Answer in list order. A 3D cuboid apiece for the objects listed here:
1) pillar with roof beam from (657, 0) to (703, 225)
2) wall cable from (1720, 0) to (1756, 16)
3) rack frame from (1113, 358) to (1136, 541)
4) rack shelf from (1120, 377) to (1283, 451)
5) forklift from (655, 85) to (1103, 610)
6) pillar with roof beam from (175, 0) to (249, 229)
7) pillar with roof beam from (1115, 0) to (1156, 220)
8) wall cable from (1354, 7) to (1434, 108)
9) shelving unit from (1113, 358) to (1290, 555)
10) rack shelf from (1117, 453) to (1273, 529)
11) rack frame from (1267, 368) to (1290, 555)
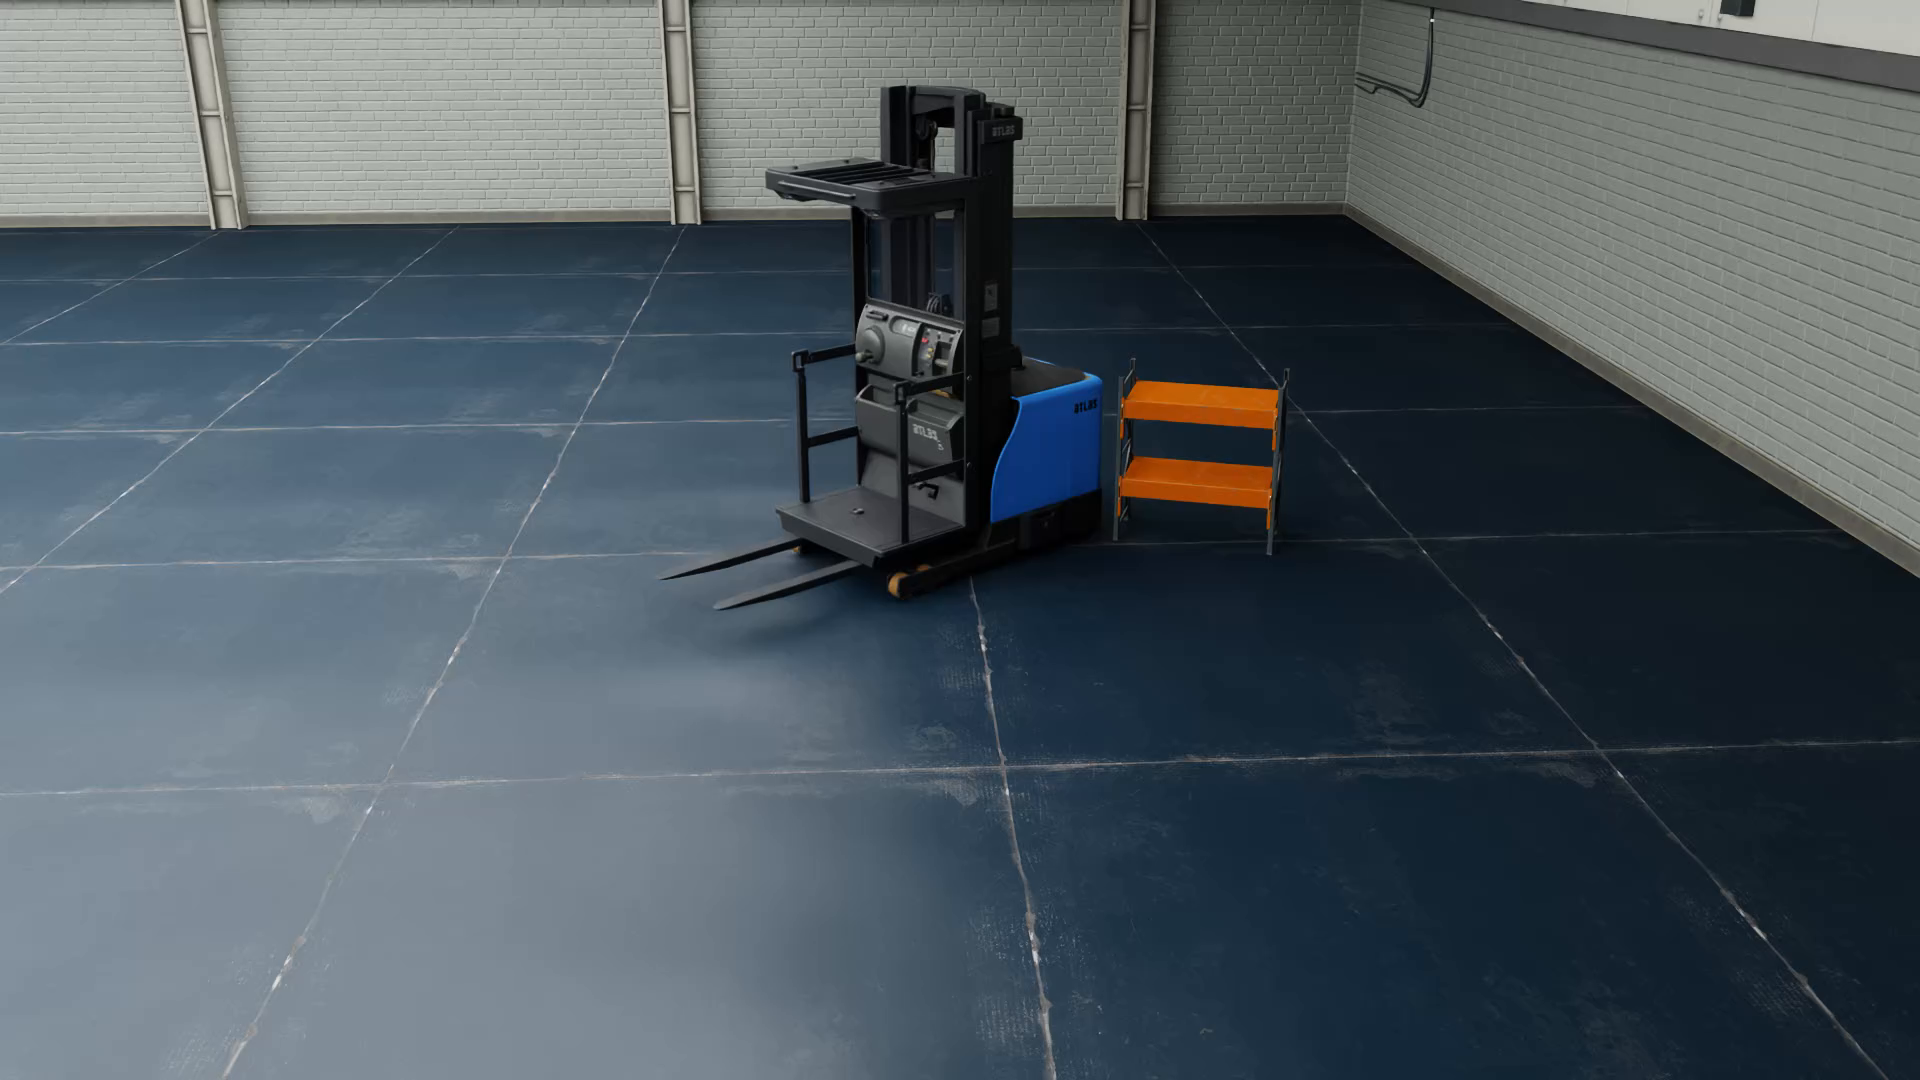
[{"bbox_3d":[-3.413,-6.939,16.700,0.400,9.000,9.100,-1,21,-3],"label":"pillar with roof beam"},{"bbox_3d":[5.874,-6.397,10.497,0.169,6.003,2.305,-1,21,-3],"label":"wall cable"},{"bbox_3d":[1.103,-0.608,11.136,0.032,1.125,0.500,5,22,14],"label":"rack frame"},{"bbox_3d":[1.594,-0.834,10.909,1.000,0.278,0.538,5,22,14],"label":"rack shelf"},{"bbox_3d":[-0.477,-1.214,10.191,3.031,2.935,1.130,-18,27,-39],"label":"forklift"},{"bbox_3d":[-9.403,-6.817,16.380,0.400,9.000,9.100,-1,21,-3],"label":"pillar with roof beam"},{"bbox_3d":[2.577,-7.061,17.021,0.400,9.000,9.100,-1,21,-3],"label":"pillar with roof beam"},{"bbox_3d":[5.348,-6.729,20.513,0.112,2.526,3.097,-1,21,-3],"label":"wall cable"},{"bbox_3d":[1.594,-0.561,11.013,1.048,1.125,0.538,5,22,14],"label":"shelving unit"},{"bbox_3d":[1.594,-0.332,11.100,1.000,0.278,0.538,5,22,14],"label":"rack shelf"},{"bbox_3d":[2.085,-0.514,10.890,0.032,1.125,0.500,5,22,14],"label":"rack frame"}]
